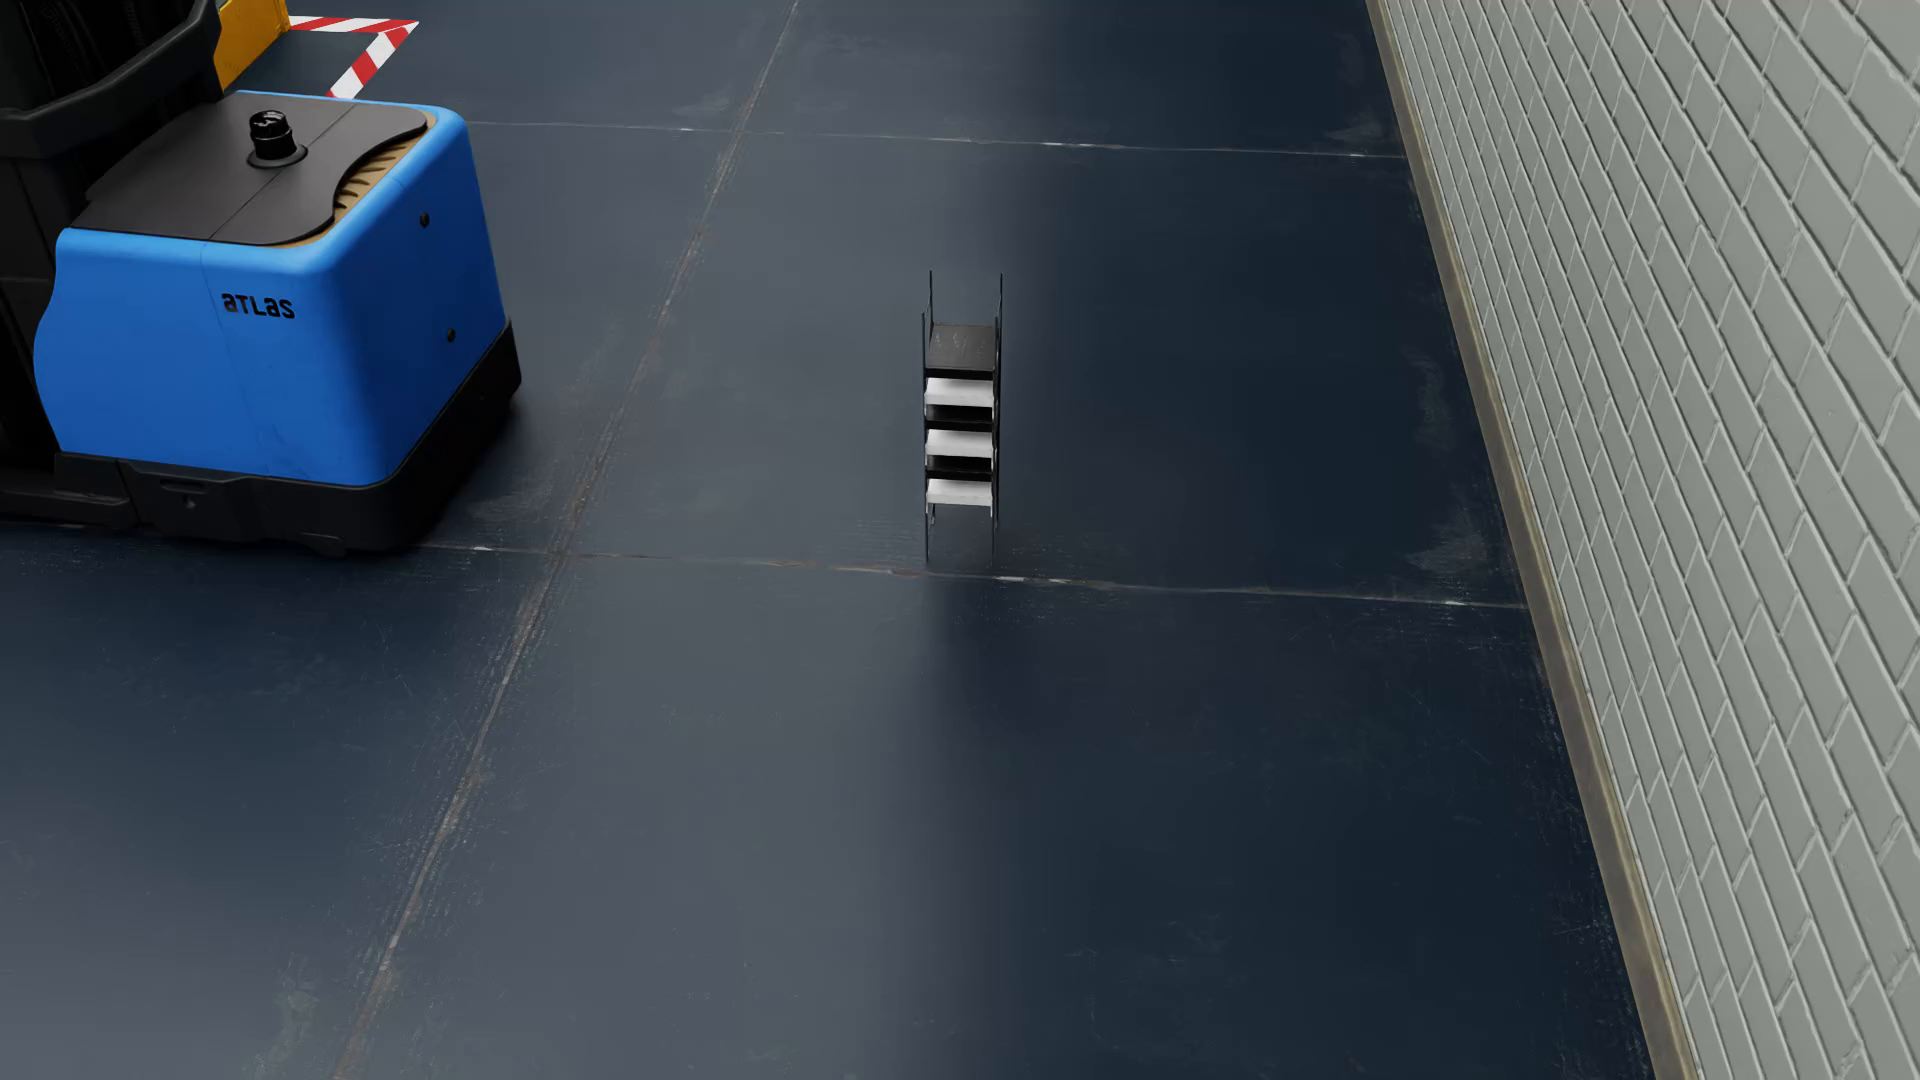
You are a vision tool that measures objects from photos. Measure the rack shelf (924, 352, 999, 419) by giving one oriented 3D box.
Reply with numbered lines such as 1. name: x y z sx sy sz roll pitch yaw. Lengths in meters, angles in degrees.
1. rack shelf: 0.008 -0.462 4.873 0.200 0.077 0.258 3 39 4

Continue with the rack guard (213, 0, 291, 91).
1. rack guard: -3.616 -2.475 7.895 0.348 0.500 1.175 3 39 4

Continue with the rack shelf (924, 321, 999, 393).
1. rack shelf: 0.008 -0.532 4.816 0.200 0.077 0.258 3 39 4

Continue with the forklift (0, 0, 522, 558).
1. forklift: -3.101 -1.538 4.817 3.031 2.935 1.130 7 40 8

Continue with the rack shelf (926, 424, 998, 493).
1. rack shelf: 0.008 -0.253 5.043 0.200 0.077 0.258 3 39 4

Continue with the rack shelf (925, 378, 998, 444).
1. rack shelf: 0.008 -0.392 4.930 0.200 0.077 0.258 3 39 4

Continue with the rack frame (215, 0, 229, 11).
1. rack frame: -3.640 -3.446 7.108 0.127 3.000 1.000 3 39 4

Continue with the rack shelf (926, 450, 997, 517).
1. rack shelf: 0.008 -0.183 5.100 0.200 0.077 0.258 3 39 4

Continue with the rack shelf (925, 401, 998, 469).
1. rack shelf: 0.008 -0.323 4.986 0.200 0.077 0.258 3 39 4

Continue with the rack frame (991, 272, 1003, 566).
1. rack frame: 0.109 -0.343 4.959 0.006 0.900 0.240 3 39 4

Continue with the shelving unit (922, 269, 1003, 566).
1. shelving unit: 0.008 -0.349 4.965 0.210 0.900 0.258 3 39 4

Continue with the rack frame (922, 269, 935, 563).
1. rack frame: -0.093 -0.354 4.972 0.006 0.900 0.240 3 39 4
